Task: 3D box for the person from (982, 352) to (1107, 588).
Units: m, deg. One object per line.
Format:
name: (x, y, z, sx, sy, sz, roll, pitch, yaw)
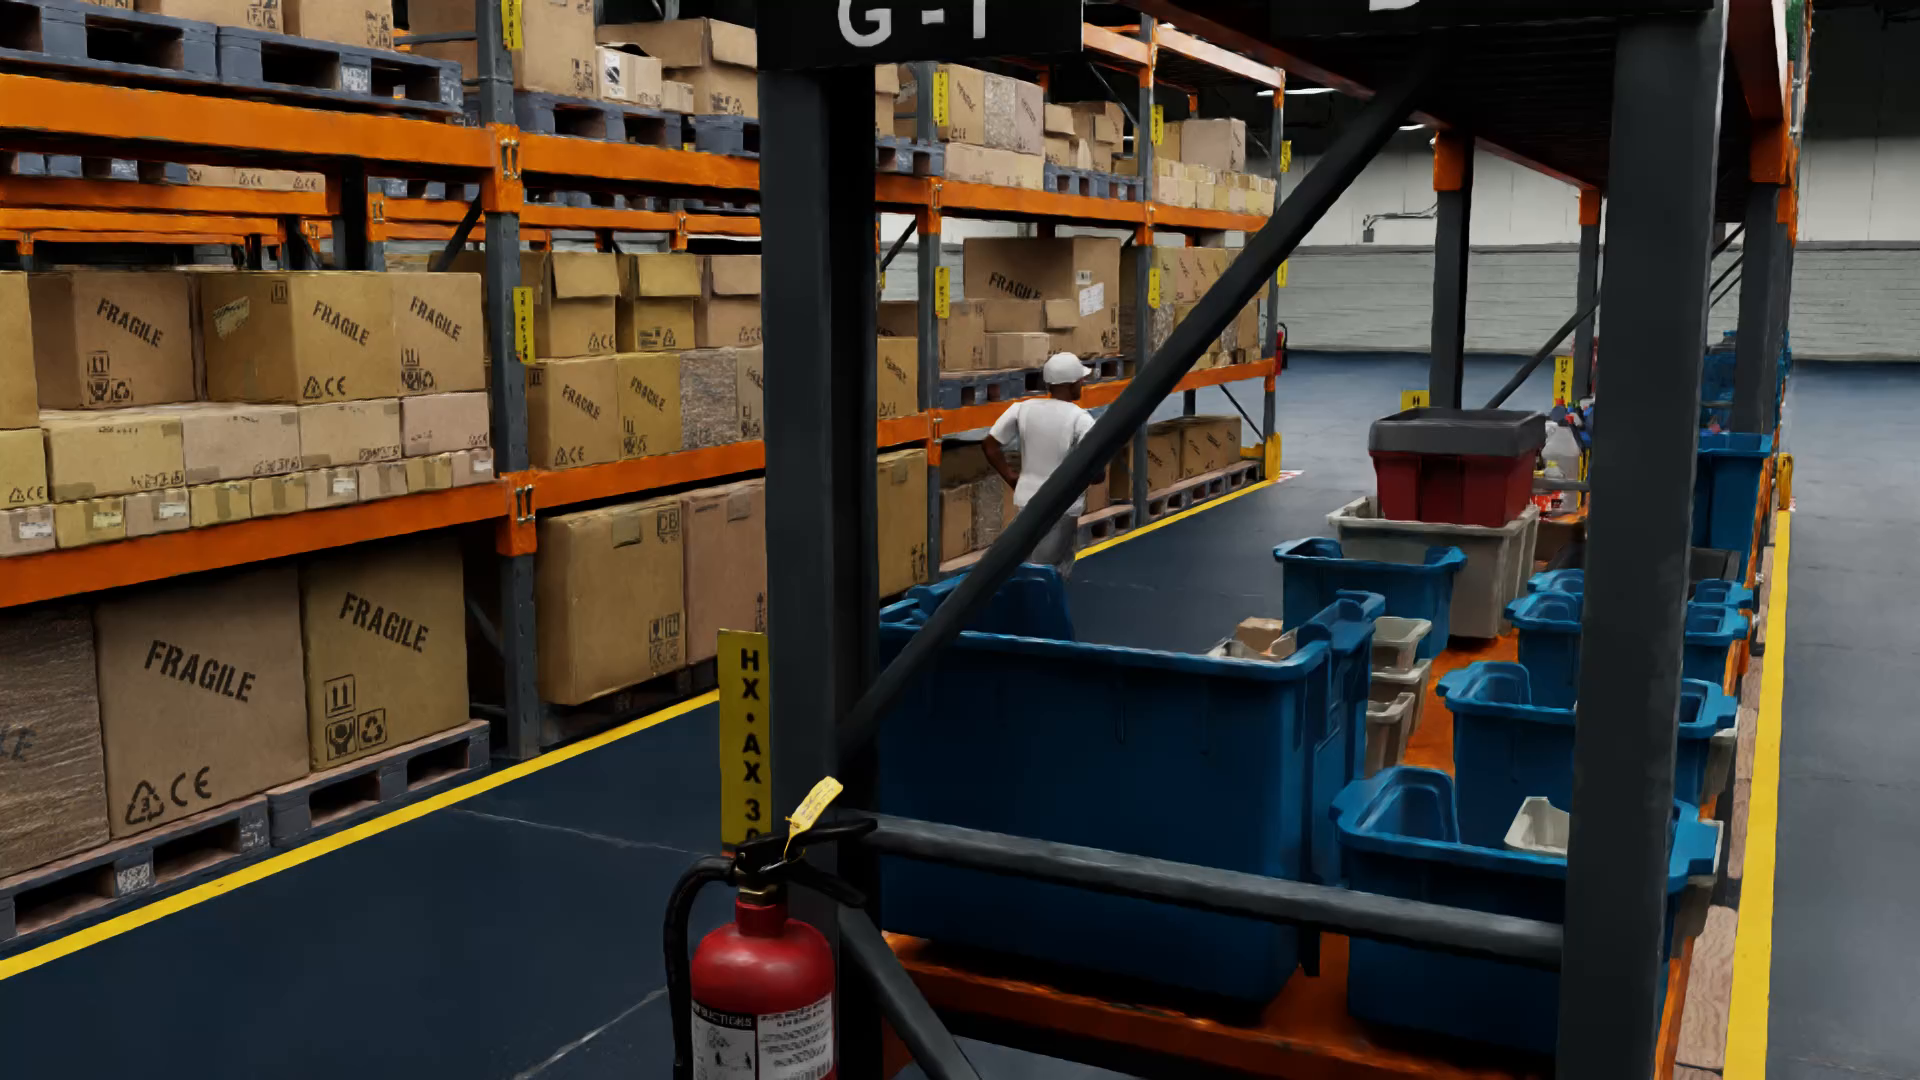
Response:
person: (0.533, -0.152, 9.253, 0.646, 1.780, 0.695, -8, 12, -41)
